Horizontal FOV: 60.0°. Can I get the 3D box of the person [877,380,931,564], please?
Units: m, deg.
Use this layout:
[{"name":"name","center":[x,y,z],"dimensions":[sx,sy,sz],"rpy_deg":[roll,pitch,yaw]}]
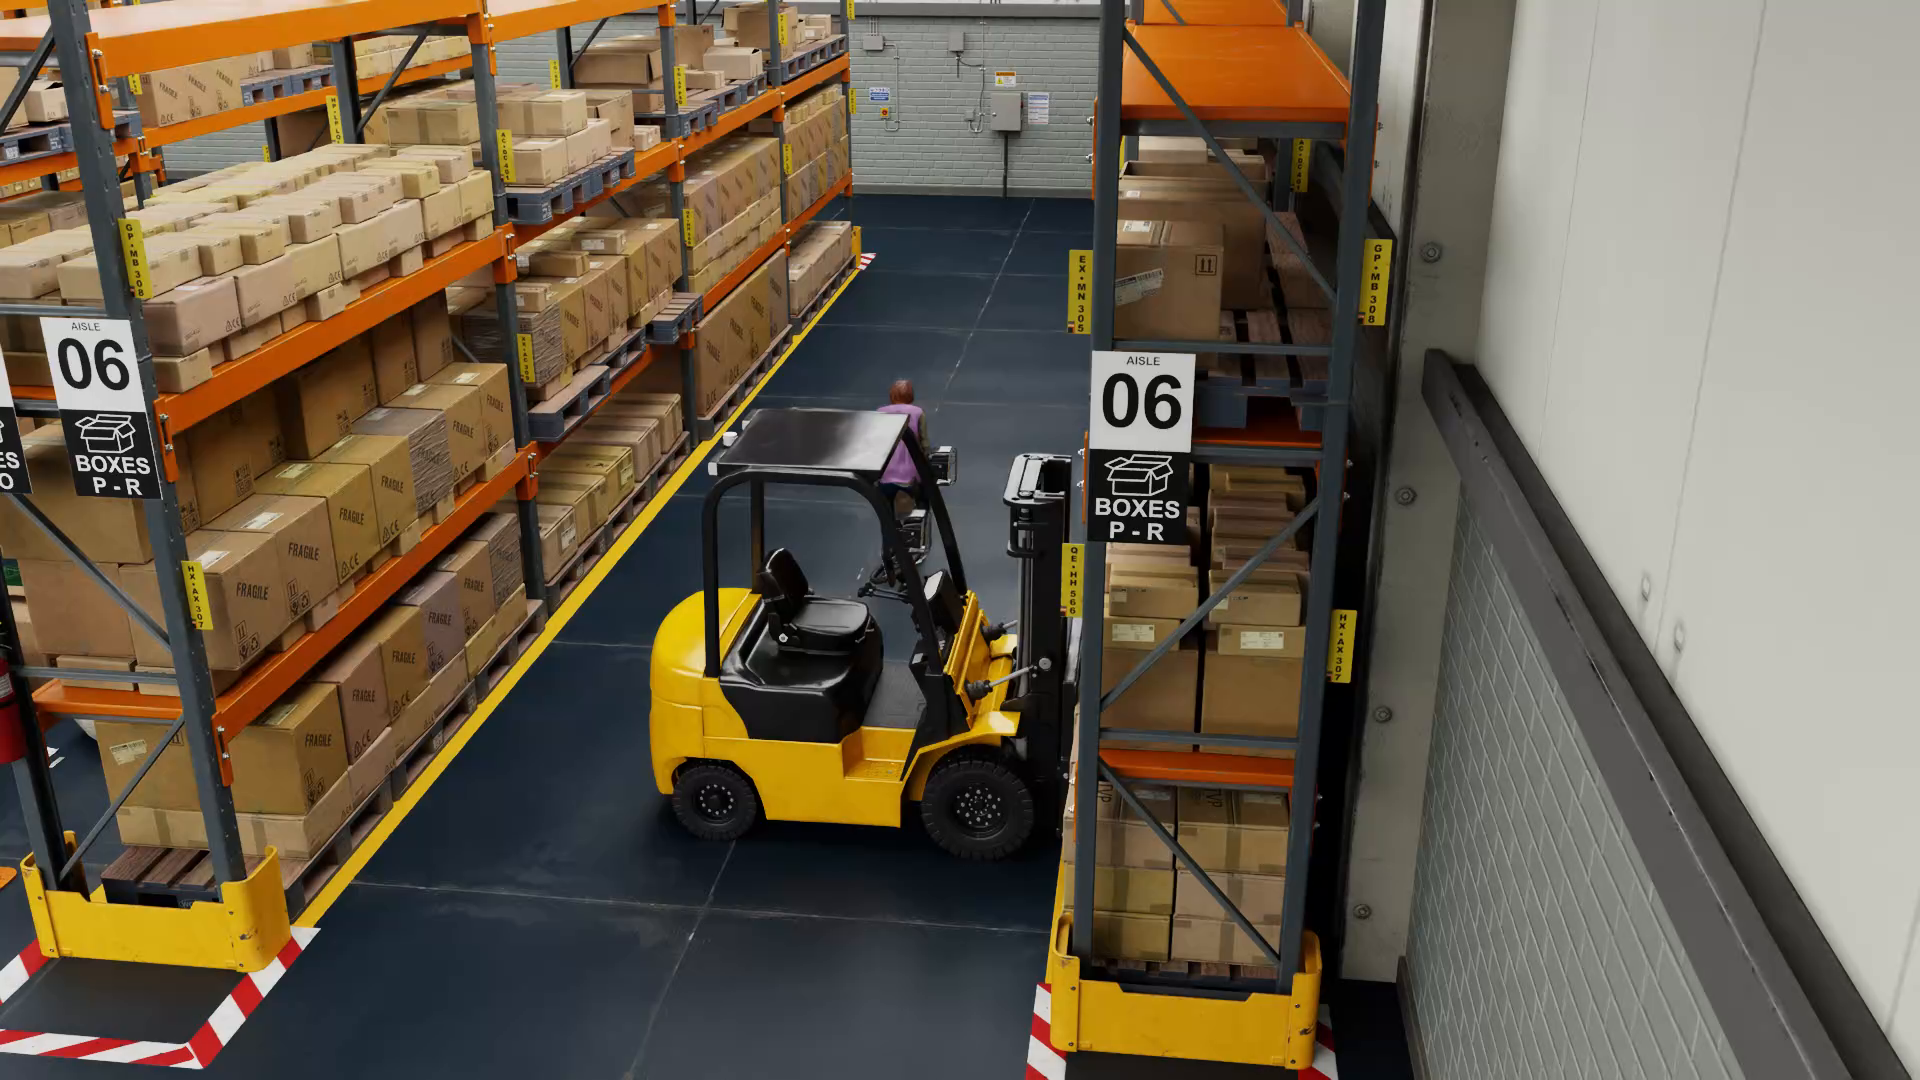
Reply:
[{"name":"person","center":[-0.460,-0.494,12.687],"dimensions":[0.460,1.361,0.601],"rpy_deg":[3,22,7]}]
